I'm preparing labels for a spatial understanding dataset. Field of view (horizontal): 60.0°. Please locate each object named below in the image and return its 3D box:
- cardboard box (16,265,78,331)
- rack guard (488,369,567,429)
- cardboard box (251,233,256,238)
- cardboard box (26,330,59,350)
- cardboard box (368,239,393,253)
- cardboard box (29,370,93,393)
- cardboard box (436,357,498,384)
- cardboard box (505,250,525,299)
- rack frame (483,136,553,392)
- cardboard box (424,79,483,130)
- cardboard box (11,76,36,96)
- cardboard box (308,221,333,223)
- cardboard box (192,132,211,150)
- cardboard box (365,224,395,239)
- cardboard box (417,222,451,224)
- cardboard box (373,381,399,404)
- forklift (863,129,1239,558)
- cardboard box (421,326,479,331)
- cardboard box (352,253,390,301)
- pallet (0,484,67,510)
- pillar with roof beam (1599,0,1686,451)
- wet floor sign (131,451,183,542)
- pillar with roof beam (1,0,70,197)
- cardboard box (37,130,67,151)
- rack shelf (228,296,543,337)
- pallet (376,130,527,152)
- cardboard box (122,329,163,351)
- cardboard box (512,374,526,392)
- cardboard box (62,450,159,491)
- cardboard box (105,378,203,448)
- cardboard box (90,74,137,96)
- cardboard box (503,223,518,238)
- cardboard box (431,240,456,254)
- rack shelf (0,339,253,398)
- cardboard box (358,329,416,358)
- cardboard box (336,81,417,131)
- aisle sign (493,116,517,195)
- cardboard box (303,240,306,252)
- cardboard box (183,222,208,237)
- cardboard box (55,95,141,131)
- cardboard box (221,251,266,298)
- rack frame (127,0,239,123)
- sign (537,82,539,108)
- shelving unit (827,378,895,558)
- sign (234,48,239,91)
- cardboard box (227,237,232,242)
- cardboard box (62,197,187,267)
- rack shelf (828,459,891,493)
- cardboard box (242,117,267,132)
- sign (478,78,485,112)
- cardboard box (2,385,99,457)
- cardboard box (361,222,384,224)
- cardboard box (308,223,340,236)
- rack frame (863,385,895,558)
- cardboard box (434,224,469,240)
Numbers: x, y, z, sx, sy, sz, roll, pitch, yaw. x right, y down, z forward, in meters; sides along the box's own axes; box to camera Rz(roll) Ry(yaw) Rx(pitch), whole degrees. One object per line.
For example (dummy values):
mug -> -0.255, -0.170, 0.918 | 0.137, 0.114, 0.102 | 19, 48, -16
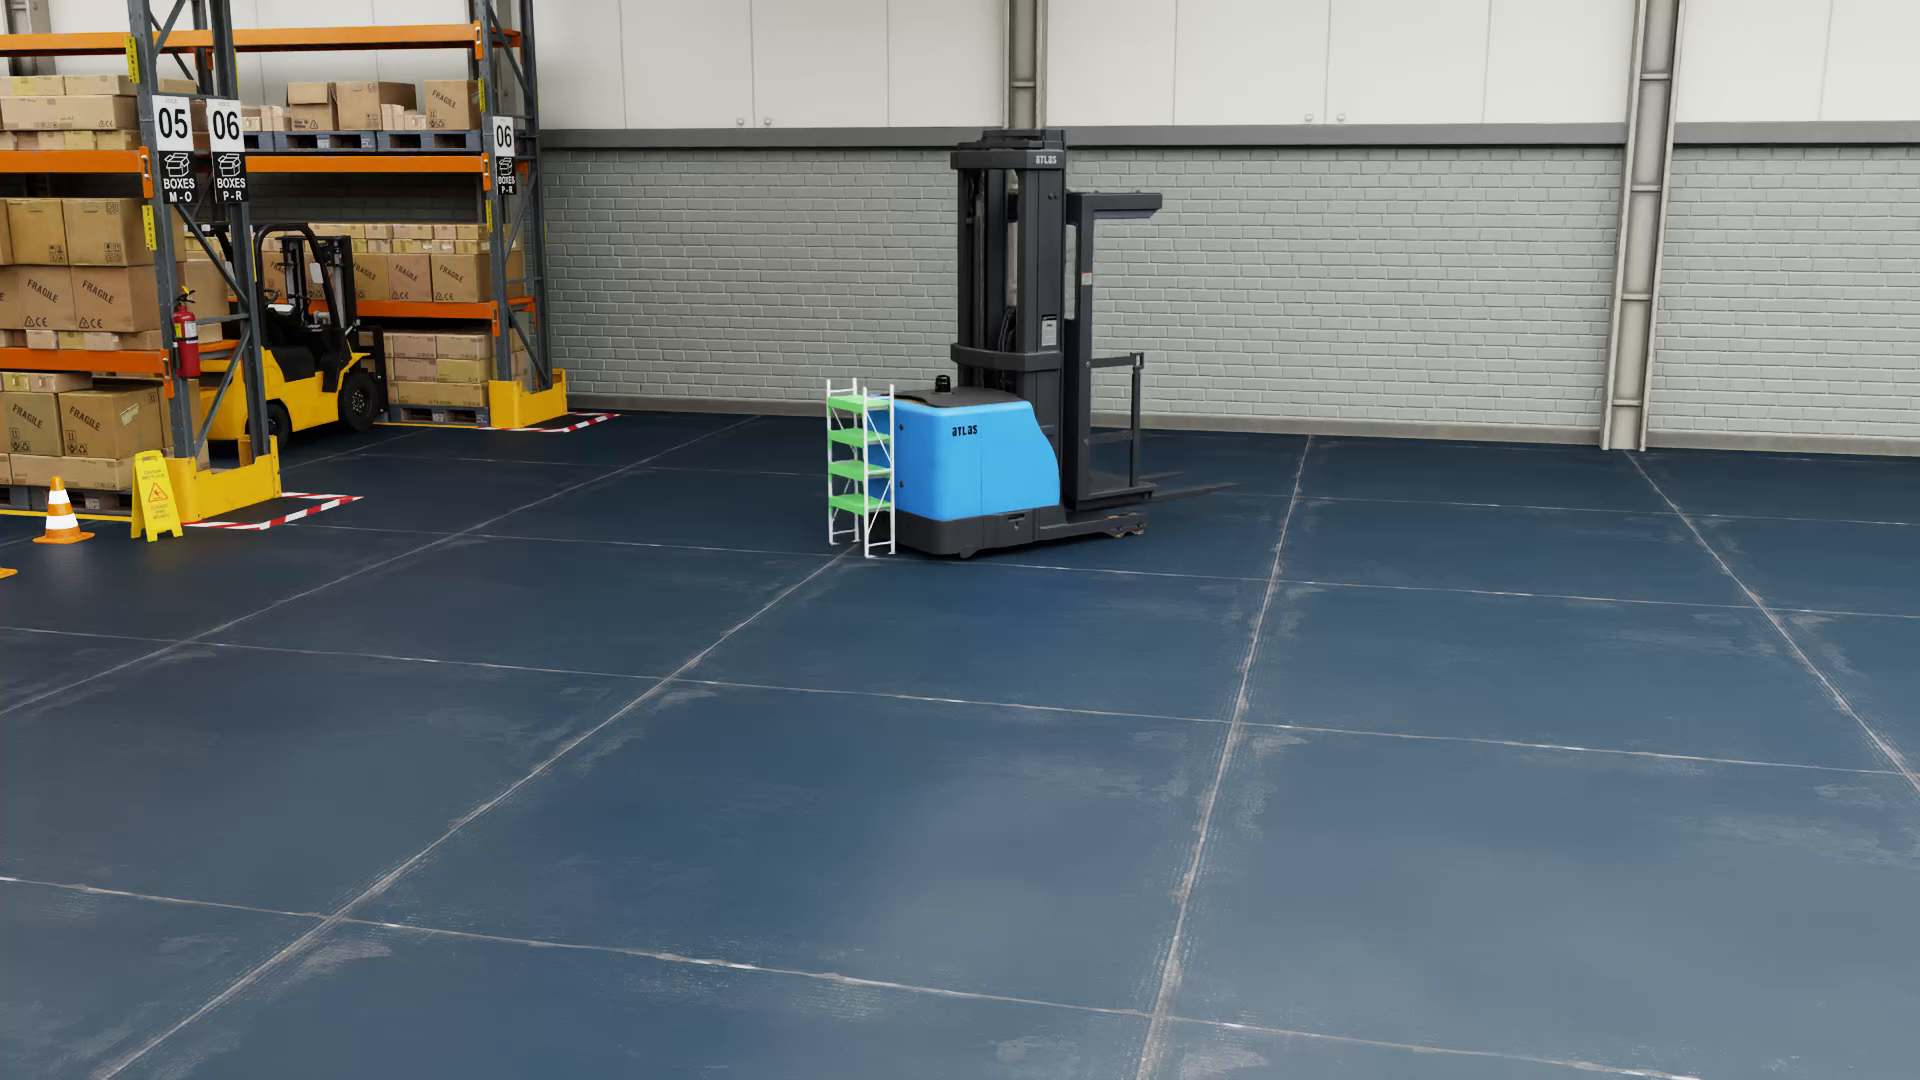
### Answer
cardboard box -> -6.964, -1.913, 13.015 | 0.500, 0.500, 0.500 | 3, 13, 14
rack guard -> -4.677, -1.545, 18.042 | 0.348, 0.500, 1.175 | 3, 13, 14
cardboard box -> -7.595, -3.365, 18.059 | 0.250, 0.149, 0.380 | 3, 13, 15
cardboard box -> -7.074, -1.589, 13.049 | 0.250, 0.149, 0.380 | 3, 13, 15
cardboard box -> -6.105, -3.143, 17.748 | 0.250, 0.149, 0.380 | 3, 13, 12
cardboard box -> -7.099, -1.259, 13.134 | 0.250, 0.149, 0.380 | 3, 13, 15
cardboard box -> -5.248, -1.832, 17.792 | 0.500, 0.250, 0.500 | 3, 13, 13
cardboard box -> -5.115, -2.899, 18.145 | 0.500, 0.500, 0.500 | 3, 13, 15
rack frame -> -4.700, -2.766, 17.777 | 0.127, 3.000, 1.000 | 3, 13, 14
cardboard box -> -5.188, -4.505, 17.257 | 0.500, 0.500, 0.500 | 3, 13, 15
cardboard box -> -7.012, -3.464, 12.734 | 0.250, 0.149, 0.380 | 3, 13, 14
cardboard box -> -7.203, -3.481, 18.585 | 0.250, 0.149, 0.380 | 3, 13, 13
cardboard box -> -6.130, -3.149, 13.159 | 0.250, 0.149, 0.380 | 3, 13, 14
cardboard box -> -6.109, -3.284, 17.696 | 0.250, 0.149, 0.380 | 3, 13, 15
cardboard box -> -5.718, -3.387, 18.158 | 0.250, 0.149, 0.380 | 3, 13, 14
cardboard box -> -6.196, -1.643, 18.090 | 0.500, 0.250, 0.500 | 3, 13, 14
forklift -> 0.792, -1.531, 12.366 | 3.031, 2.935, 1.130 | -9, 15, -34
cardboard box -> -5.608, -2.207, 18.326 | 0.500, 0.250, 0.500 | 3, 13, 14
cardboard box -> -6.240, -2.841, 17.882 | 0.500, 0.500, 0.500 | 3, 13, 12
pallet -> -7.921, -0.478, 13.902 | 1.213, 0.211, 1.003 | 3, 13, 14
pillar with roof beam -> 5.459, -4.393, 11.257 | 0.400, 9.000, 9.100 | 3, 13, 14
wet floor sign -> -5.958, -0.338, 12.268 | 0.232, 0.644, 0.267 | 8, 15, 33
pillar with roof beam -> -12.017, -5.327, 15.467 | 0.400, 9.000, 9.100 | 3, 13, 14
cardboard box -> -6.799, -3.051, 12.713 | 0.250, 0.149, 0.380 | 3, 13, 15
rack shelf -> -6.642, -2.519, 18.322 | 4.000, 0.370, 1.077 | 3, 13, 14
pallet -> -5.381, -4.230, 17.651 | 1.213, 0.211, 1.003 | 3, 13, 14
cardboard box -> -6.300, -1.574, 12.983 | 0.250, 0.149, 0.380 | 4, 13, 15
cardboard box -> -5.130, -1.696, 18.329 | 0.500, 0.250, 0.500 | 3, 13, 14
cardboard box -> -6.758, -0.572, 13.263 | 0.500, 0.250, 0.500 | 3, 13, 13
cardboard box -> -6.626, -1.052, 13.698 | 0.500, 0.500, 0.500 | 3, 13, 12
cardboard box -> -6.285, -3.409, 12.486 | 0.250, 0.149, 0.380 | 3, 13, 14
cardboard box -> -4.975, -3.339, 17.944 | 0.250, 0.149, 0.380 | 3, 13, 12
cardboard box -> -5.359, -3.098, 17.543 | 0.250, 0.149, 0.380 | 3, 13, 14
rack shelf -> -7.828, -1.475, 13.617 | 4.000, 0.370, 1.077 | 3, 13, 14
cardboard box -> -6.211, -2.125, 17.955 | 0.500, 0.250, 0.500 | 3, 13, 14
cardboard box -> -6.159, -4.579, 17.592 | 0.500, 0.500, 0.700 | 3, 13, 14
aisle sign -> -4.707, -3.970, 17.201 | 0.004, 0.787, 0.394 | 3, 13, 14
cardboard box -> -7.101, -3.195, 17.981 | 0.250, 0.149, 0.380 | 3, 13, 12
cardboard box -> -8.345, -3.406, 18.243 | 0.250, 0.149, 0.380 | 3, 13, 15
cardboard box -> -6.447, -3.229, 12.595 | 0.500, 0.250, 0.500 | 3, 13, 13
cardboard box -> -7.706, -2.921, 18.244 | 0.500, 0.500, 0.500 | 3, 13, 15
rack frame -> -5.886, -4.651, 12.421 | 0.127, 3.000, 1.000 | 3, 13, 14
sign -> -4.561, -4.812, 17.873 | 0.005, 0.325, 0.100 | 3, 13, 14
shelving unit -> -0.705, -0.521, 11.810 | 0.258, 1.200, 0.503 | -9, 15, -34
sign -> -5.756, -3.727, 13.166 | 0.005, 0.325, 0.100 | 3, 13, 14
cardboard box -> -7.826, -3.247, 18.214 | 0.250, 0.149, 0.380 | 3, 13, 13
cardboard box -> -6.434, -2.385, 12.832 | 0.500, 0.500, 0.700 | 3, 13, 12
rack shelf -> -0.705, -0.458, 11.824 | 0.258, 0.148, 0.480 | -9, 15, -34
cardboard box -> -7.475, -4.442, 17.786 | 0.250, 0.149, 0.380 | 3, 13, 15
sign -> -4.844, -4.511, 16.853 | 0.005, 0.325, 0.100 | 3, 13, 14
cardboard box -> -7.234, -0.964, 13.301 | 0.500, 0.500, 0.500 | 4, 13, 16
cardboard box -> -6.470, -3.426, 18.333 | 0.250, 0.149, 0.380 | 3, 13, 14
cardboard box -> -6.829, -3.346, 17.976 | 0.250, 0.149, 0.380 | 3, 13, 14
rack frame -> -0.565, -0.477, 11.615 | 0.240, 1.200, 0.015 | -9, 15, -34
cardboard box -> -5.345, -3.257, 17.576 | 0.250, 0.149, 0.380 | 3, 13, 14
